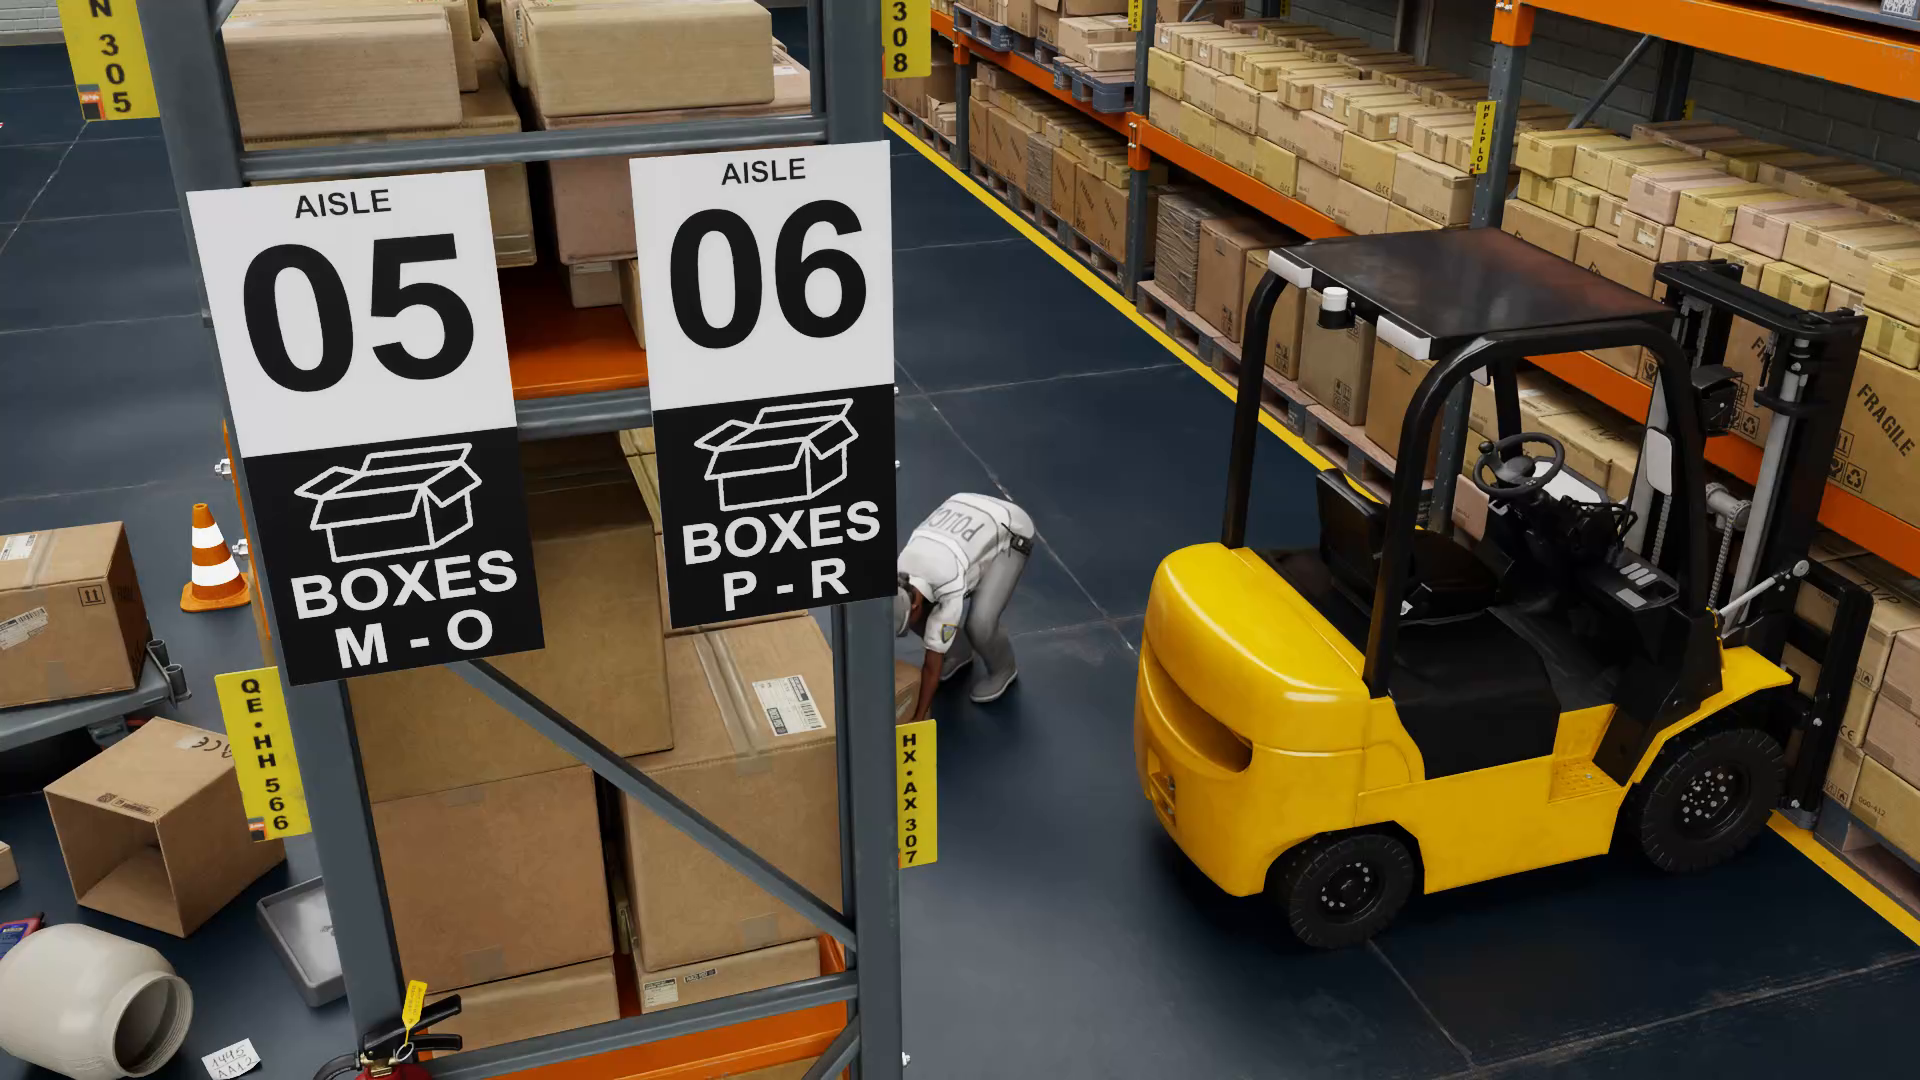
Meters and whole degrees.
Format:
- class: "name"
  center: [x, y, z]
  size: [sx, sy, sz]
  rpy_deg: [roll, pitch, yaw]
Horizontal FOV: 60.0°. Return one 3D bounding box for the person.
- class: "person"
  center: [-0.051, 0.297, 6.953]
  size: [0.474, 0.846, 0.910]
  rpy_deg: [19, 32, 33]
